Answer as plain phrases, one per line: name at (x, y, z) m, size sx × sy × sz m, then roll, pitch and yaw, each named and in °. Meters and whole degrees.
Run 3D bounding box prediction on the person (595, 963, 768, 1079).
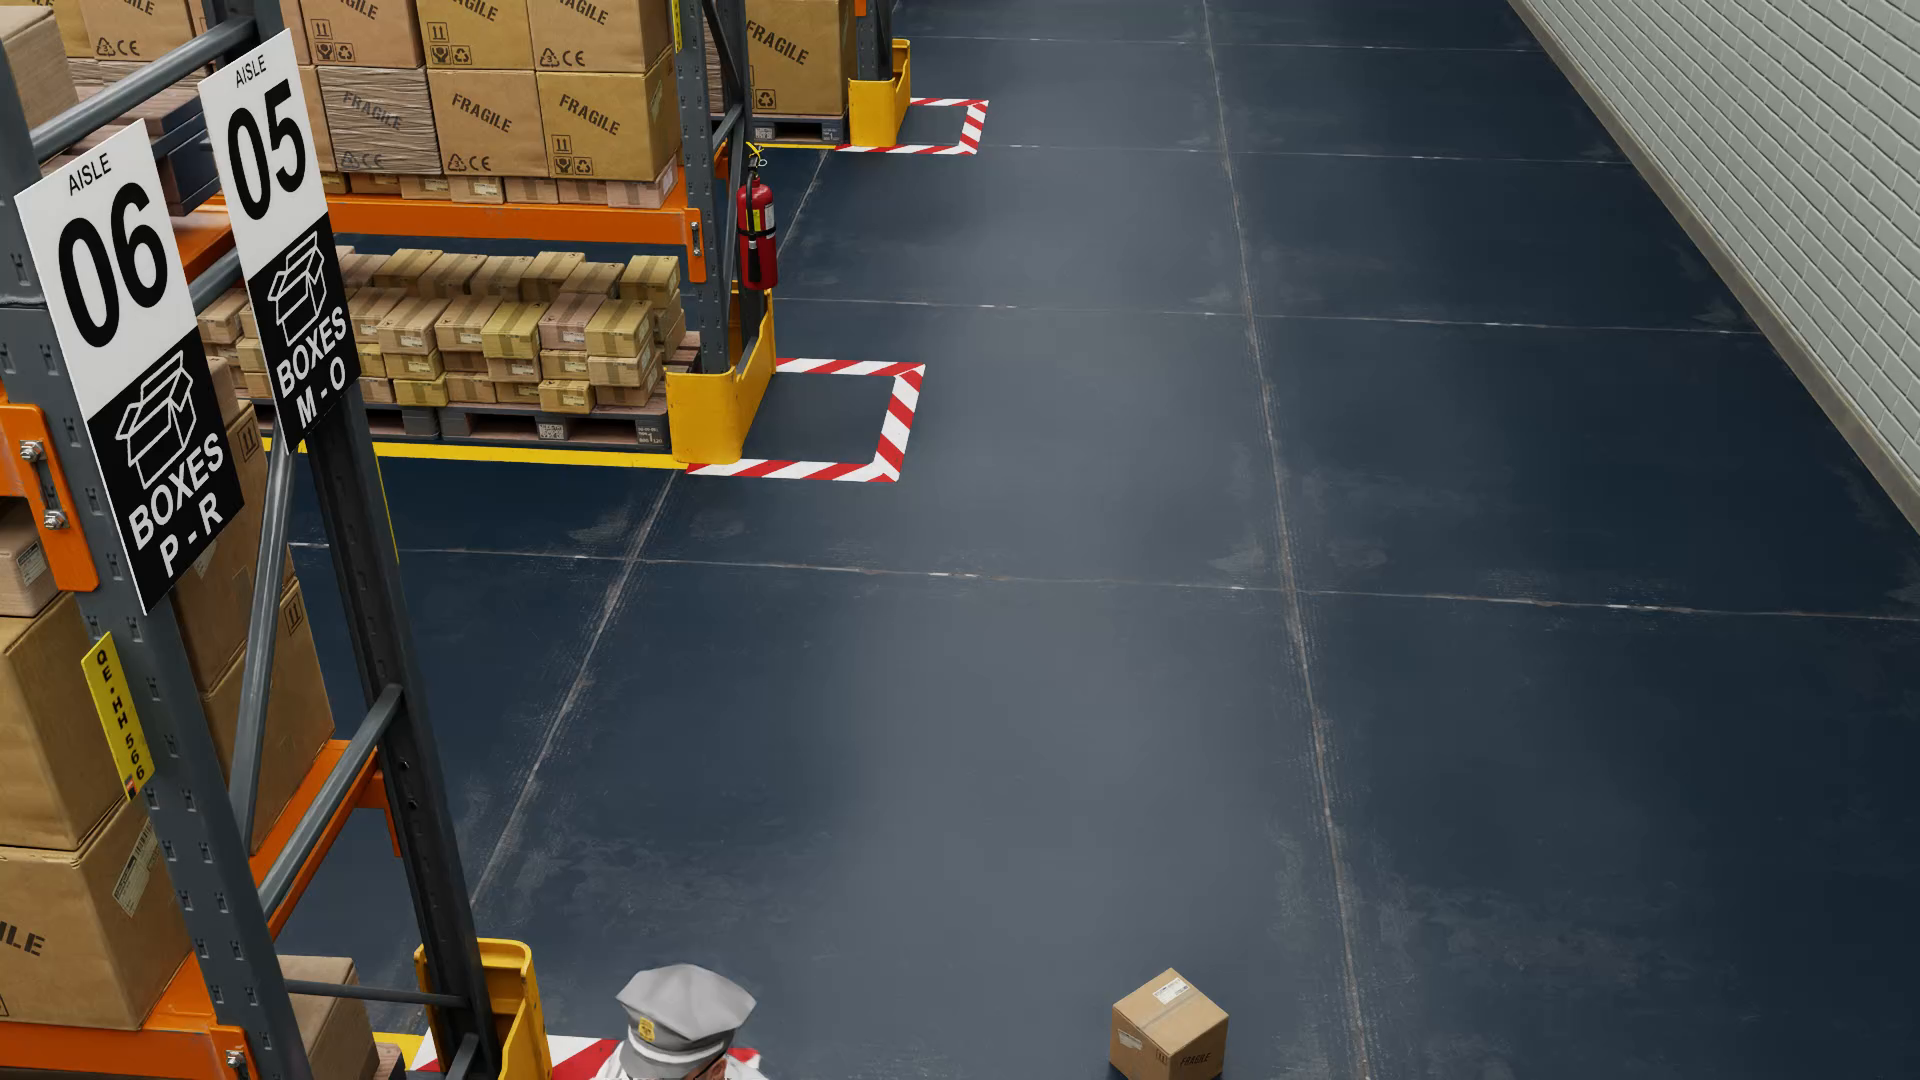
person at (-0.583, 1.635, 3.498) m, size 0.573 × 1.817 × 0.771 m, roll 18°, pitch 36°, yaw 27°
